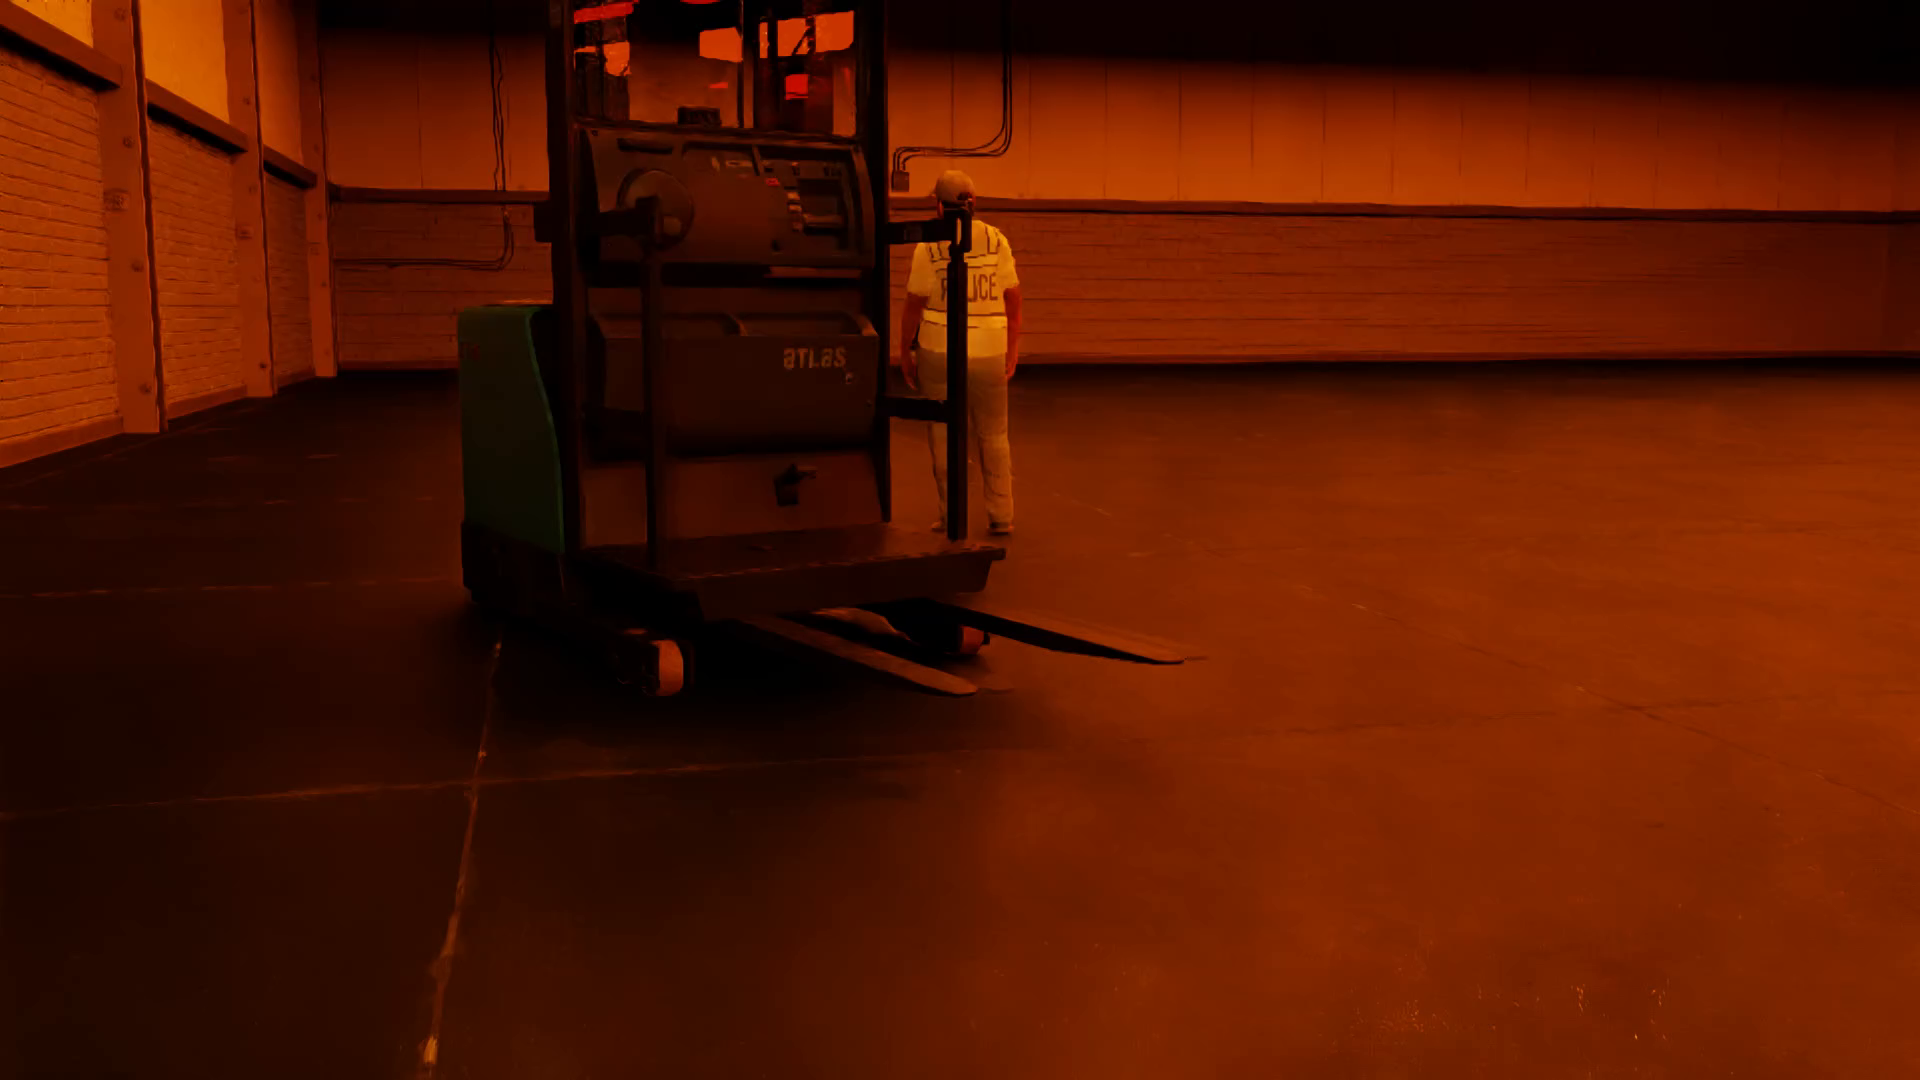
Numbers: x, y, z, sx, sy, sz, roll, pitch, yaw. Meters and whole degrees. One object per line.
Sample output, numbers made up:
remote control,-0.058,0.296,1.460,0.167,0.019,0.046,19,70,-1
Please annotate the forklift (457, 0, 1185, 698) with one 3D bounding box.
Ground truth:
forklift,-0.568,-1.090,4.922,1.130,2.935,3.031,-5,10,-33

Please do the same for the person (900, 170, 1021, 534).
person,0.004,-0.844,7.670,0.598,1.669,0.529,-2,8,-13
